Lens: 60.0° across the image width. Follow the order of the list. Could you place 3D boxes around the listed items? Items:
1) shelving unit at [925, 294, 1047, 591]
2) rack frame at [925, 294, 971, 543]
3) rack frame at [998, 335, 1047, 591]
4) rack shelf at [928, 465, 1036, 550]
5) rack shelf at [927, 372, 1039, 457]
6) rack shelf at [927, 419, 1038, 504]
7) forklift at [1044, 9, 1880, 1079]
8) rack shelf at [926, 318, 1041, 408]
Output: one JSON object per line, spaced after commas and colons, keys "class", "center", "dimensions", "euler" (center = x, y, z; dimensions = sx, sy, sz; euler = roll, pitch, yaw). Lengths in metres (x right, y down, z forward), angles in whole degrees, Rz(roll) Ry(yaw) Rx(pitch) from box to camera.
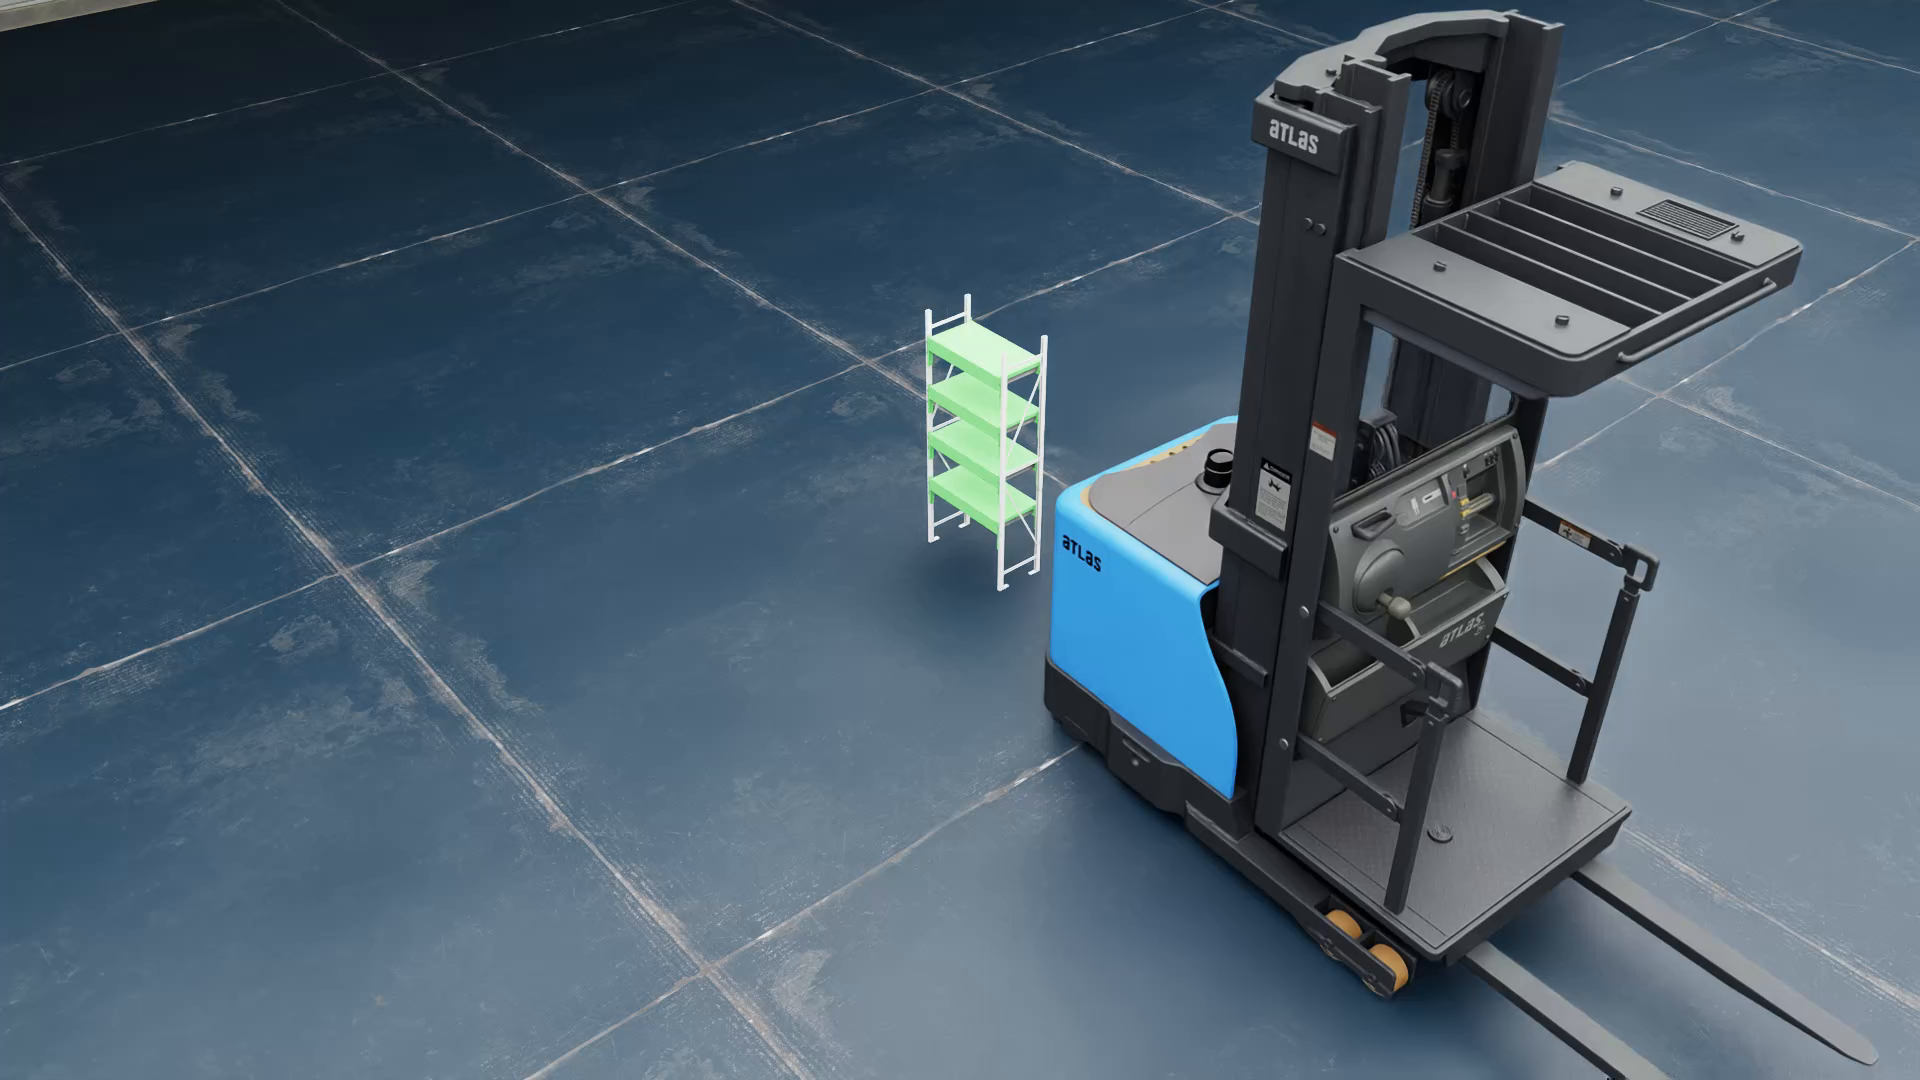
{"class": "shelving unit", "center": [0.107, -0.417, 7.300], "dimensions": [0.258, 1.200, 0.503], "euler": [-26, 43, -32]}
{"class": "rack frame", "center": [-0.051, -0.524, 7.452], "dimensions": [0.240, 1.200, 0.015], "euler": [-26, 43, -32]}
{"class": "rack frame", "center": [0.264, -0.309, 7.148], "dimensions": [0.240, 1.200, 0.015], "euler": [-26, 43, -32]}
{"class": "rack shelf", "center": [0.107, -0.169, 7.476], "dimensions": [0.258, 0.148, 0.480], "euler": [-26, 43, -32]}
{"class": "rack shelf", "center": [0.107, -0.560, 7.198], "dimensions": [0.258, 0.148, 0.480], "euler": [-26, 43, -32]}
{"class": "rack shelf", "center": [0.107, -0.364, 7.337], "dimensions": [0.258, 0.148, 0.480], "euler": [-26, 43, -32]}
{"class": "forklift", "center": [1.640, 0.005, 5.207], "dimensions": [1.130, 2.935, 3.031], "euler": [-24, 42, -30]}
{"class": "rack shelf", "center": [0.107, -0.756, 7.060], "dimensions": [0.258, 0.148, 0.480], "euler": [-26, 43, -32]}
